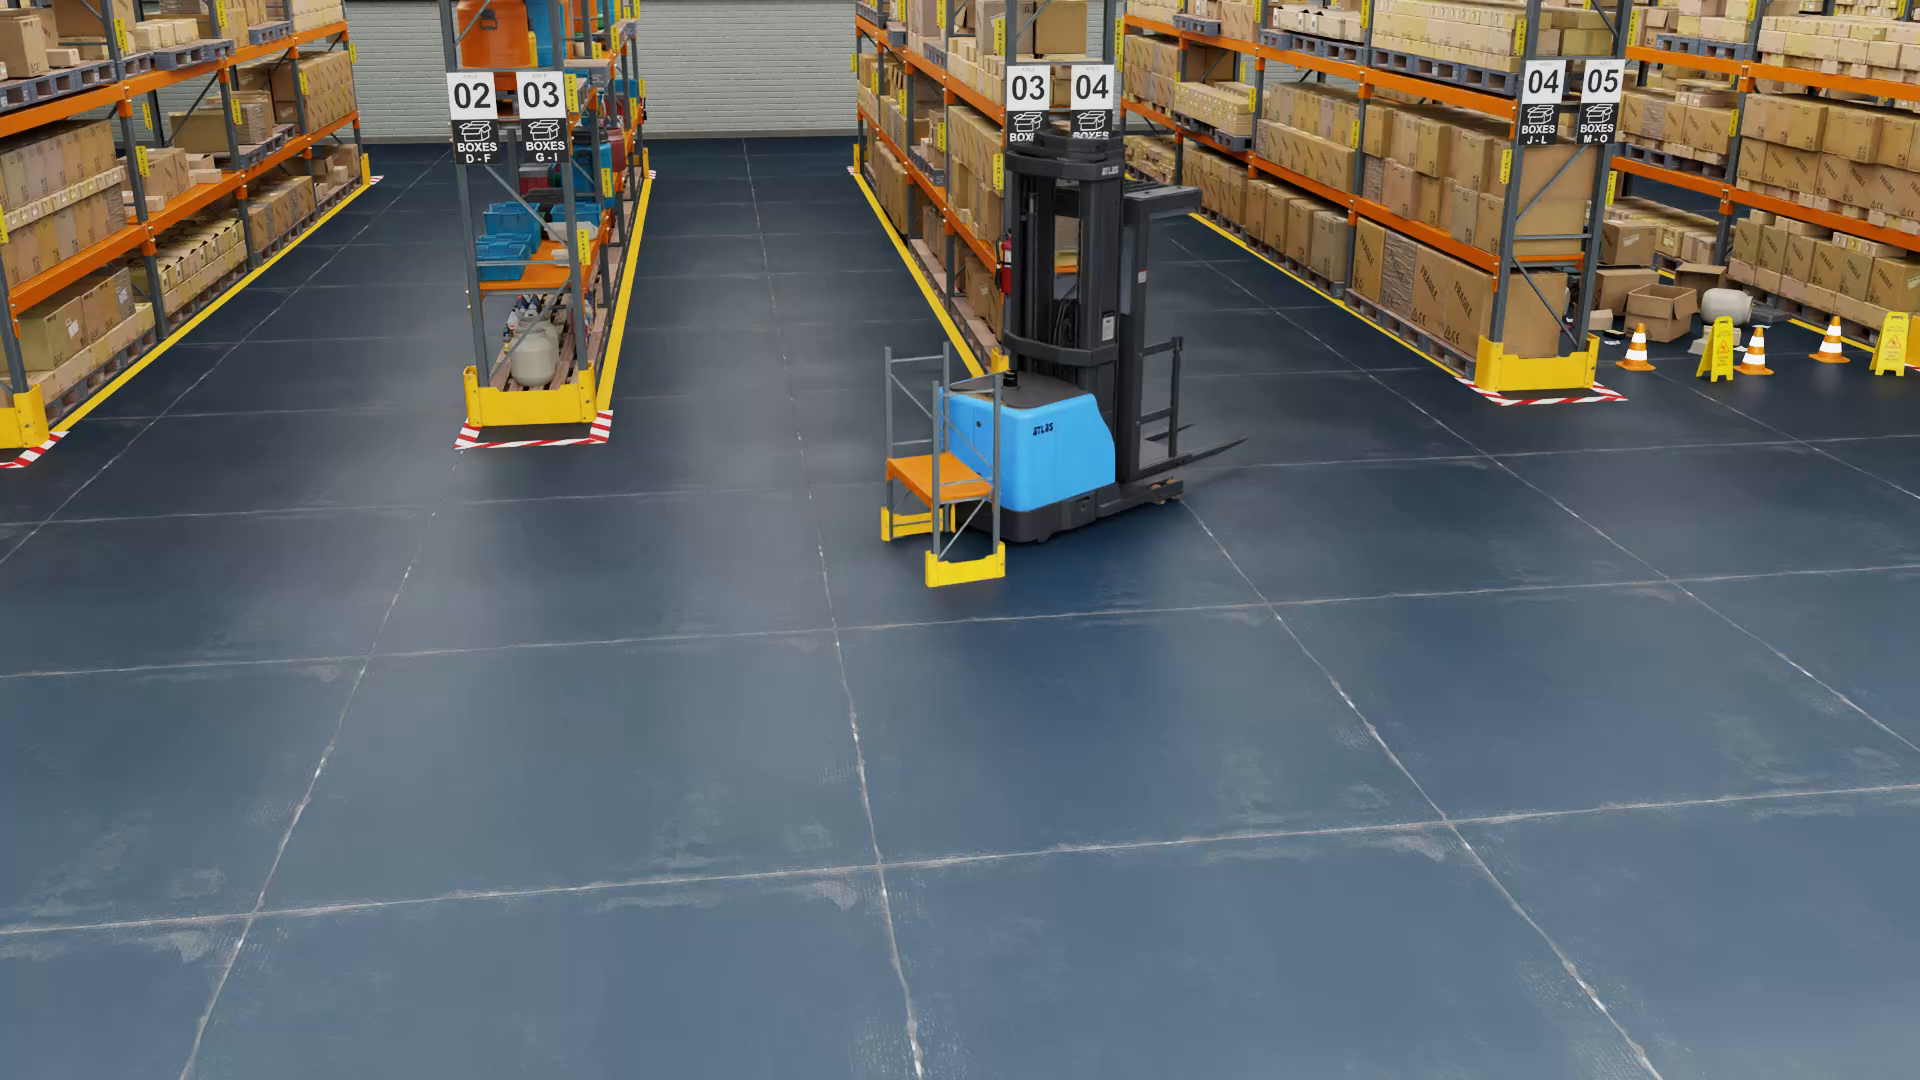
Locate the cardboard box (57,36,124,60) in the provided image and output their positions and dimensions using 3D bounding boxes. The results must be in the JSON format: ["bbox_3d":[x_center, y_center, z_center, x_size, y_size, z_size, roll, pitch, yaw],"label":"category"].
[{"bbox_3d":[-9.546,-5.407,18.232,0.500,0.250,0.500,-1,20,-2],"label":"cardboard box"}]

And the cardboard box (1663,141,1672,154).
[{"bbox_3d":[9.663,-5.257,22.262,0.380,0.149,0.250,-3,21,-8],"label":"cardboard box"}]

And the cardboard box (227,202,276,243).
[{"bbox_3d":[-9.907,-4.434,23.246,0.500,0.500,0.500,-4,21,-10],"label":"cardboard box"}]

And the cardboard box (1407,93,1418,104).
[{"bbox_3d":[8.443,-8.157,30.126,0.500,0.500,0.500,-2,21,-6],"label":"cardboard box"}]

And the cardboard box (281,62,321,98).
[{"bbox_3d":[-10.484,-7.302,26.409,0.500,0.500,0.500,-4,21,-9],"label":"cardboard box"}]

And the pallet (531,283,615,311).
[{"bbox_3d":[-4.716,-2.874,20.108,1.003,0.211,1.213,-3,21,-8],"label":"pallet"}]

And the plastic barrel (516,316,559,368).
[{"bbox_3d":[-4.230,-1.954,16.616,0.421,0.512,0.421,0,20,0],"label":"plastic barrel"}]

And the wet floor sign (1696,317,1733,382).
[{"bbox_3d":[7.800,-1.977,17.087,0.267,0.644,0.232,-7,21,-17],"label":"wet floor sign"}]

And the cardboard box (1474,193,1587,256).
[{"bbox_3d":[5.738,-3.186,16.746,0.875,0.550,0.550,-3,21,-8],"label":"cardboard box"}]

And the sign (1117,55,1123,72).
[{"bbox_3d":[2.993,-8.908,31.042,0.100,0.325,0.005,-3,21,-8],"label":"sign"}]

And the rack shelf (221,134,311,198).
[{"bbox_3d":[-10.331,-5.402,23.920,1.077,0.370,4.000,-3,21,-8],"label":"rack shelf"}]

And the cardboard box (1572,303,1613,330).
[{"bbox_3d":[7.330,-2.592,19.276,0.396,0.266,0.258,1,20,2],"label":"cardboard box"}]

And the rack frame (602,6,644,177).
[{"bbox_3d":[-6.294,-8.065,30.022,1.000,3.000,0.127,-3,21,-8],"label":"rack frame"}]

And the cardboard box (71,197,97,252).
[{"bbox_3d":[-9.245,-3.199,16.850,0.700,0.500,0.500,-3,21,-7],"label":"cardboard box"}]

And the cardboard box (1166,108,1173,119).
[{"bbox_3d":[3.689,-7.198,28.060,0.380,0.149,0.250,-3,21,-9],"label":"cardboard box"}]

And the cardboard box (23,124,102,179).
[{"bbox_3d":[-9.322,-3.988,17.109,0.700,0.500,0.500,-3,21,-8],"label":"cardboard box"}]

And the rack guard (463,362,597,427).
[{"bbox_3d":[-4.045,-1.378,15.691,1.175,0.500,0.348,-3,21,-8],"label":"rack guard"}]

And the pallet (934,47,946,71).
[{"bbox_3d":[0.353,-5.696,19.661,1.213,0.211,1.003,-3,21,-8],"label":"pallet"}]

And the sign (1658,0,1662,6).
[{"bbox_3d":[10.104,-7.718,24.069,0.100,0.325,0.005,-3,21,-8],"label":"sign"}]

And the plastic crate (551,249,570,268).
[{"bbox_3d":[-3.798,-2.728,16.109,0.298,0.136,0.250,-3,21,-8],"label":"plastic crate"}]

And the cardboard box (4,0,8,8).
[{"bbox_3d":[-15.653,-8.723,26.969,0.500,0.250,0.500,-4,21,-10],"label":"cardboard box"}]

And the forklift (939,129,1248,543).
[{"bbox_3d":[1.188,-1.772,13.272,3.031,2.935,1.130,-19,27,-40],"label":"forklift"}]

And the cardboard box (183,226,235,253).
[{"bbox_3d":[-9.642,-3.869,21.316,0.500,0.311,0.500,-3,21,-9],"label":"cardboard box"}]

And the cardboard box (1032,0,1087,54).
[{"bbox_3d":[0.967,-5.128,16.589,0.500,0.500,0.500,-3,21,-8],"label":"cardboard box"}]

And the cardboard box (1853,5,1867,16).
[{"bbox_3d":[14.079,-8.195,25.729,0.380,0.149,0.250,-3,21,-8],"label":"cardboard box"}]

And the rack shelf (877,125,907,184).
[{"bbox_3d":[-0.528,-5.900,25.254,1.077,0.370,4.000,-3,21,-8],"label":"rack shelf"}]

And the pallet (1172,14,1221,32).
[{"bbox_3d":[4.090,-8.243,26.480,1.213,0.211,1.003,-3,21,-8],"label":"pallet"}]

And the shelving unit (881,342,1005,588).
[{"bbox_3d":[-0.140,-0.575,12.111,0.587,1.500,1.083,-8,22,-20],"label":"shelving unit"}]

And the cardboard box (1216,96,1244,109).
[{"bbox_3d":[4.045,-6.534,24.832,0.380,0.149,0.250,-2,21,-6],"label":"cardboard box"}]

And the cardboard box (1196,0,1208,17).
[{"bbox_3d":[4.026,-8.390,26.132,0.500,0.311,0.500,-3,21,-9],"label":"cardboard box"}]

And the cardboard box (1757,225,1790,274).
[{"bbox_3d":[10.050,-3.517,20.103,0.500,0.500,0.500,-2,21,-6],"label":"cardboard box"}]

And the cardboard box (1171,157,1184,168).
[{"bbox_3d":[3.798,-6.395,28.174,0.380,0.149,0.250,-2,21,-6],"label":"cardboard box"}]

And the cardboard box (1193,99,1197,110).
[{"bbox_3d":[3.864,-6.841,26.080,0.380,0.149,0.250,-2,21,-6],"label":"cardboard box"}]

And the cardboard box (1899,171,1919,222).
[{"bbox_3d":[10.369,-3.635,17.593,0.500,0.500,0.500,-3,21,-9],"label":"cardboard box"}]

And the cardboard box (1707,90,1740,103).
[{"bbox_3d":[10.167,-5.898,22.125,0.380,0.149,0.250,-2,21,-5],"label":"cardboard box"}]

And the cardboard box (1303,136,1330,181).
[{"bbox_3d":[4.774,-4.939,21.509,0.500,0.500,0.500,-3,21,-7],"label":"cardboard box"}]

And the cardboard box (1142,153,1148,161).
[{"bbox_3d":[3.520,-6.977,30.157,0.380,0.149,0.250,-4,21,-10],"label":"cardboard box"}]

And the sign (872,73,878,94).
[{"bbox_3d":[-1.365,-7.344,26.741,0.100,0.325,0.005,-3,21,-8],"label":"sign"}]

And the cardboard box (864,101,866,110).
[{"bbox_3d":[-1.480,-7.612,29.169,0.380,0.149,0.250,-3,21,-8],"label":"cardboard box"}]

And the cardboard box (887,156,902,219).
[{"bbox_3d":[-0.439,-5.295,25.043,1.225,0.875,0.875,-3,21,-8],"label":"cardboard box"}]

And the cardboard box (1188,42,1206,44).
[{"bbox_3d":[4.151,-8.323,28.715,0.500,0.500,0.500,-3,21,-7],"label":"cardboard box"}]

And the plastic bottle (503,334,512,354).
[{"bbox_3d":[-4.686,-2.034,17.245,0.097,0.201,0.097,0,20,0],"label":"plastic bottle"}]

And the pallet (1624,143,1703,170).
[{"bbox_3d":[9.893,-5.271,22.817,1.003,0.211,1.213,-3,21,-8],"label":"pallet"}]

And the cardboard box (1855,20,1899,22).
[{"bbox_3d":[10.635,-5.958,19.313,0.380,0.149,0.250,-2,21,-6],"label":"cardboard box"}]

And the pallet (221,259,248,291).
[{"bbox_3d":[-9.963,-3.453,21.660,1.003,0.211,1.213,-3,21,-8],"label":"pallet"}]

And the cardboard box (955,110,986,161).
[{"bbox_3d":[0.224,-4.473,18.407,0.500,0.500,0.500,-3,21,-8],"label":"cardboard box"}]

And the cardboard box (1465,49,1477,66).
[{"bbox_3d":[5.344,-4.883,16.831,0.380,0.149,0.250,-3,21,-7],"label":"cardboard box"}]

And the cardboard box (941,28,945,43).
[{"bbox_3d":[-0.032,-6.296,20.734,0.380,0.166,0.250,-3,21,-9],"label":"cardboard box"}]

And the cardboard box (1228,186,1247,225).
[{"bbox_3d":[4.330,-5.000,24.789,0.500,0.500,0.500,-3,21,-8],"label":"cardboard box"}]

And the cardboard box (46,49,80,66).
[{"bbox_3d":[-9.022,-4.807,16.572,0.380,0.149,0.250,-3,21,-8],"label":"cardboard box"}]

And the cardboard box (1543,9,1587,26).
[{"bbox_3d":[6.031,-5.202,16.545,0.380,0.149,0.250,-3,21,-9],"label":"cardboard box"}]

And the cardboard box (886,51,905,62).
[{"bbox_3d":[-1.063,-8.579,30.117,0.500,0.500,0.500,-3,21,-7],"label":"cardboard box"}]

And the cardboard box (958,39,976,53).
[{"bbox_3d":[0.185,-5.465,18.417,0.380,0.149,0.250,-4,21,-10],"label":"cardboard box"}]

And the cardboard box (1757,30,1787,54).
[{"bbox_3d":[9.936,-5.968,19.909,0.500,0.250,0.500,-3,21,-9],"label":"cardboard box"}]

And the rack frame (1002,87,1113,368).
[{"bbox_3d":[0.914,-2.775,15.858,1.000,3.000,0.127,-3,21,-8],"label":"rack frame"}]

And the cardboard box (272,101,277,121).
[{"bbox_3d":[-10.946,-6.638,26.059,0.500,0.500,0.500,-3,21,-7],"label":"cardboard box"}]

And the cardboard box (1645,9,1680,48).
[{"bbox_3d":[9.815,-6.971,22.660,0.797,0.503,0.637,-3,21,-8],"label":"cardboard box"}]

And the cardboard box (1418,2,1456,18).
[{"bbox_3d":[5.161,-5.696,17.868,0.380,0.149,0.250,-3,21,-8],"label":"cardboard box"}]
